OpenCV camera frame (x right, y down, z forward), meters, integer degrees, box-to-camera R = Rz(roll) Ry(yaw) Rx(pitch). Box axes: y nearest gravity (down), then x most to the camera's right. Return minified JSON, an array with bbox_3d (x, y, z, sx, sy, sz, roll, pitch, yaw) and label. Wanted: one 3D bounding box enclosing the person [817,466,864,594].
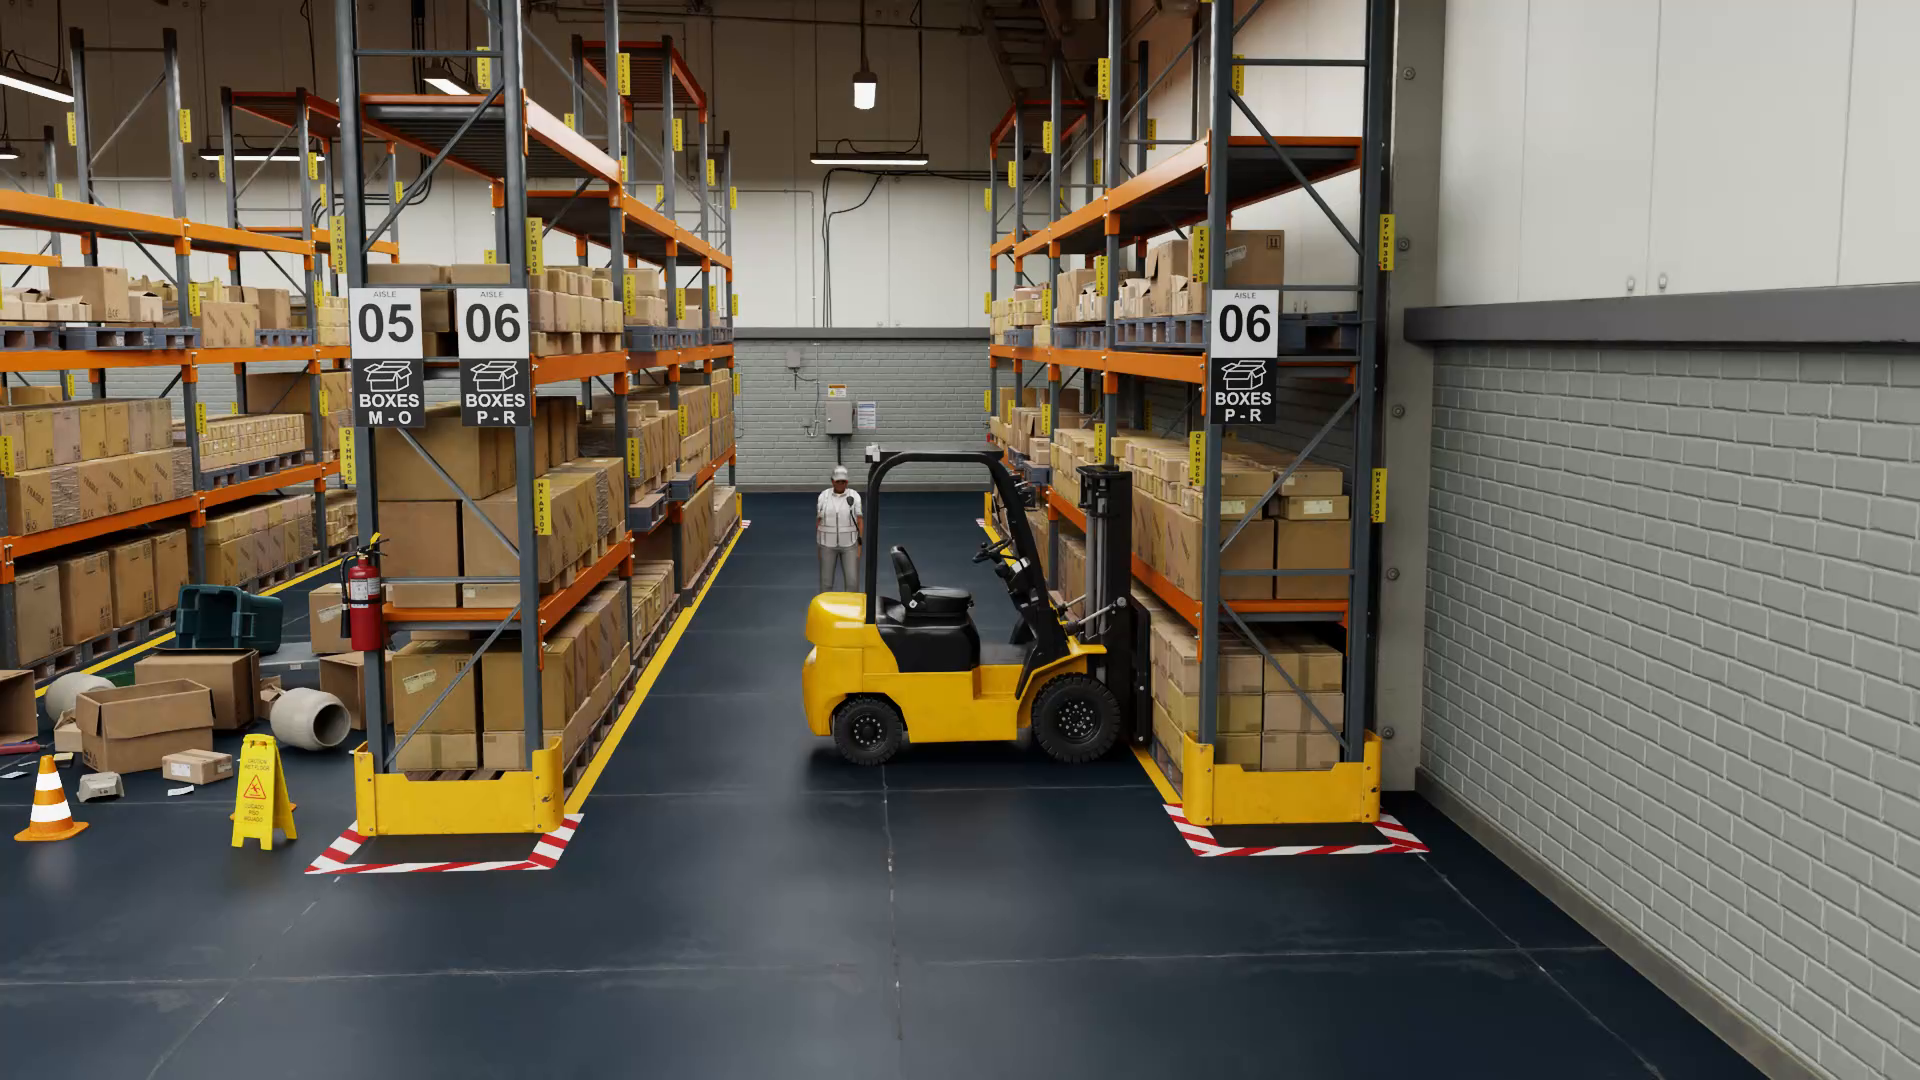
[{"bbox_3d":[-1.195,0.082,16.660,0.475,1.652,0.394,0,7,-3],"label":"person"}]
